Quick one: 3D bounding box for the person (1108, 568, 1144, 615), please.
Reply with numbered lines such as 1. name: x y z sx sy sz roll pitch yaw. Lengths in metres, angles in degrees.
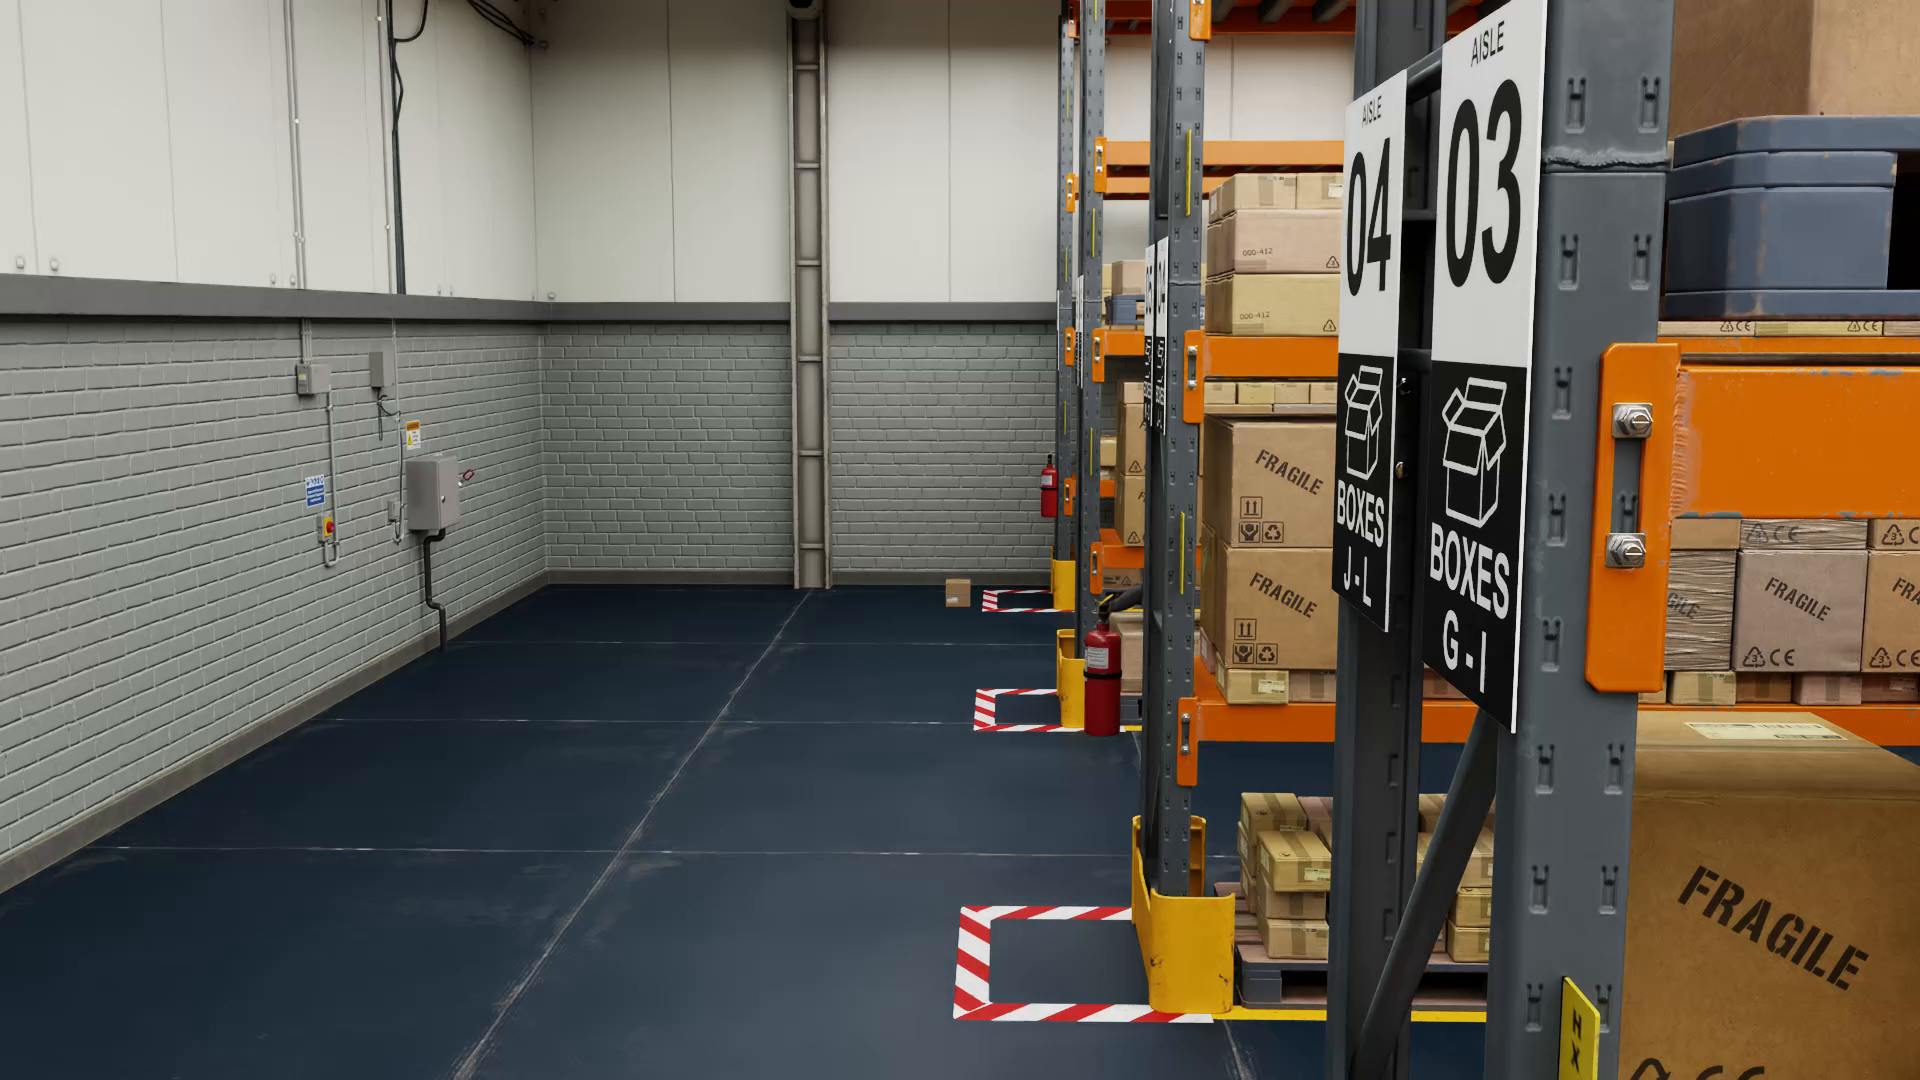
1. person: 1.801 0.050 15.330 0.881 1.616 0.425 3 8 20
